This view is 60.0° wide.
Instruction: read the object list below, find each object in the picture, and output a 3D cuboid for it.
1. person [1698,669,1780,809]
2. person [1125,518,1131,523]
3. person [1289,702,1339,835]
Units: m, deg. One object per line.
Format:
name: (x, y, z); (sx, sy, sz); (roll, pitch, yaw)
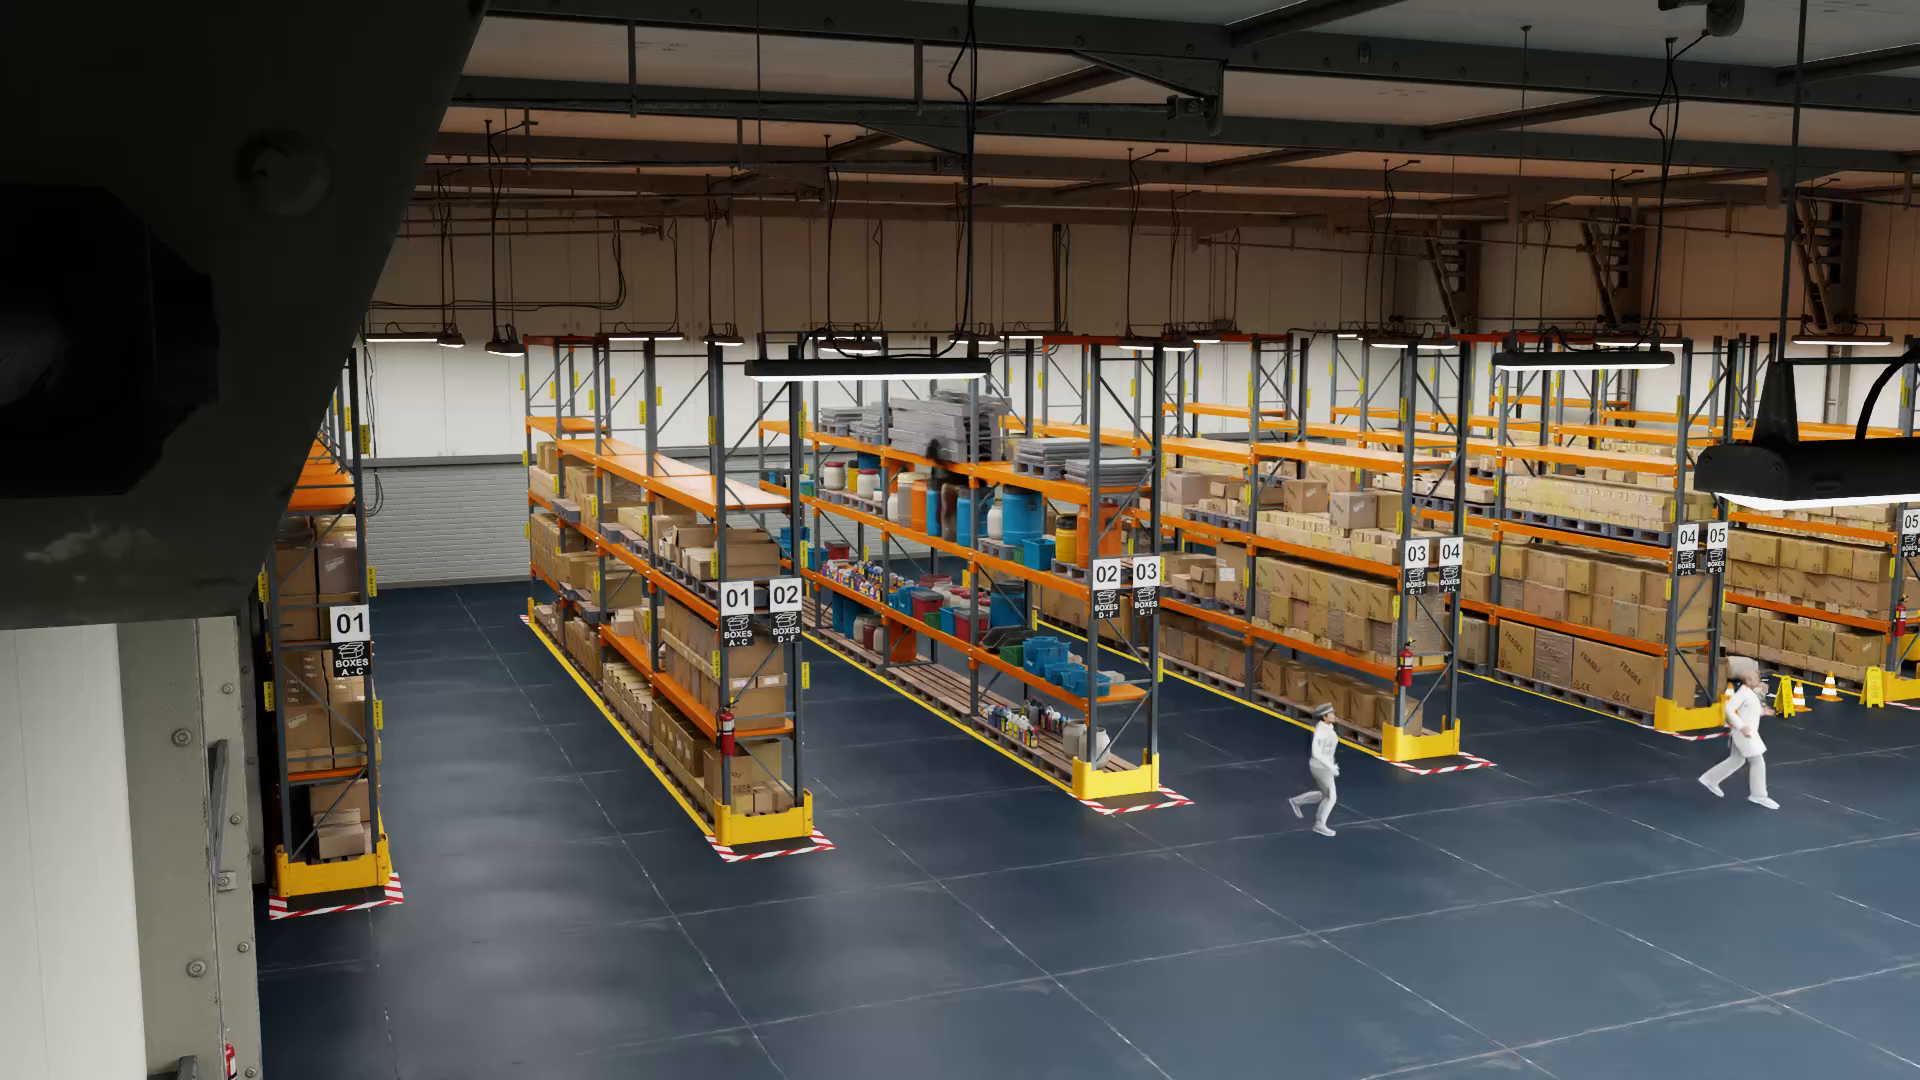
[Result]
person: (10.221, 2.565, 21.742); (0.987, 1.804, 0.686); (3, 8, 20)
person: (3.907, 0.314, 39.104); (0.604, 1.697, 0.830); (-1, 8, -10)
person: (4.388, 2.799, 20.526); (0.601, 1.681, 0.626); (2, 8, 17)
